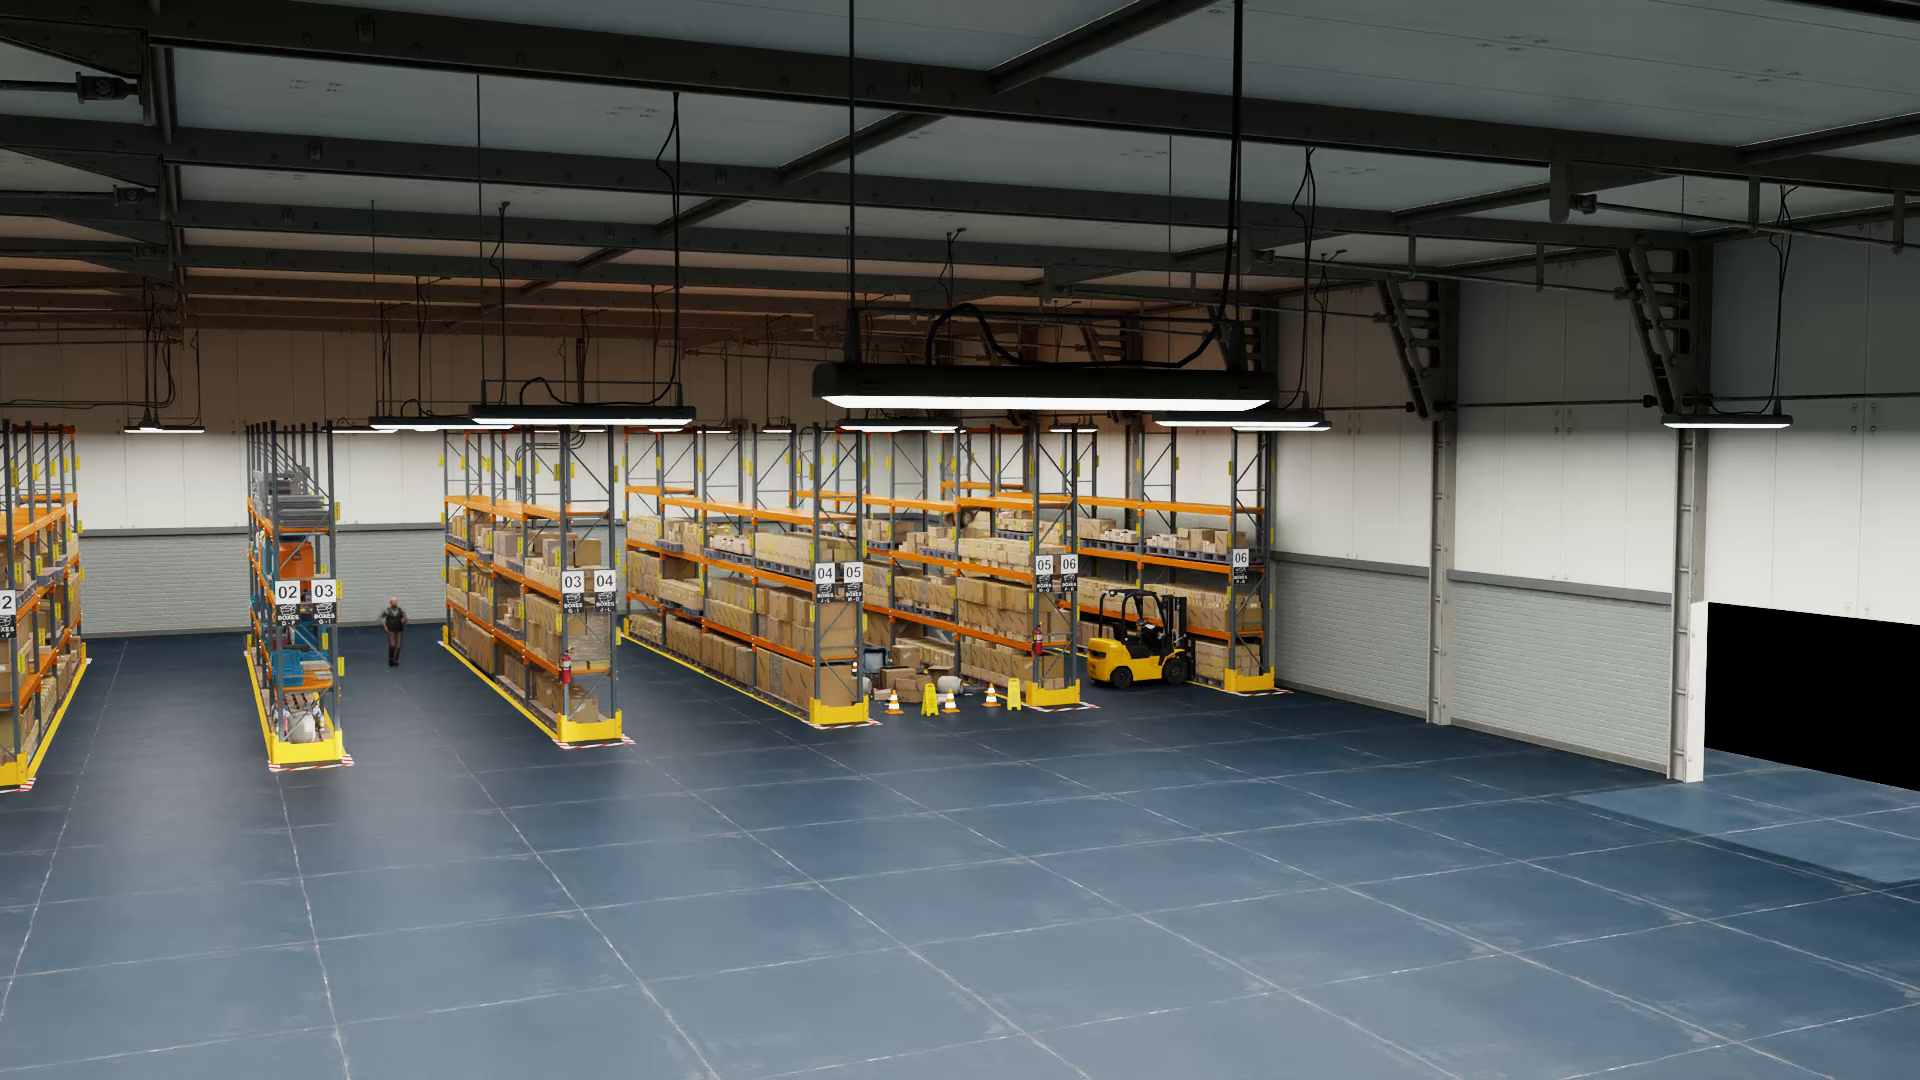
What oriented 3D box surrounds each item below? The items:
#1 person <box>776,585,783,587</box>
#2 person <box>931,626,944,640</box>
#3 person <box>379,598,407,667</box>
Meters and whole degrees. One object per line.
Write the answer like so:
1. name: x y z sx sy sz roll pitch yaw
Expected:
1. person: -4.702 2.099 44.202 0.657 1.787 0.999 -3 4 -37
2. person: -0.599 2.099 44.956 0.588 1.655 0.912 -1 4 -21
3. person: -14.014 2.297 41.240 0.645 1.720 0.658 -2 4 -34
